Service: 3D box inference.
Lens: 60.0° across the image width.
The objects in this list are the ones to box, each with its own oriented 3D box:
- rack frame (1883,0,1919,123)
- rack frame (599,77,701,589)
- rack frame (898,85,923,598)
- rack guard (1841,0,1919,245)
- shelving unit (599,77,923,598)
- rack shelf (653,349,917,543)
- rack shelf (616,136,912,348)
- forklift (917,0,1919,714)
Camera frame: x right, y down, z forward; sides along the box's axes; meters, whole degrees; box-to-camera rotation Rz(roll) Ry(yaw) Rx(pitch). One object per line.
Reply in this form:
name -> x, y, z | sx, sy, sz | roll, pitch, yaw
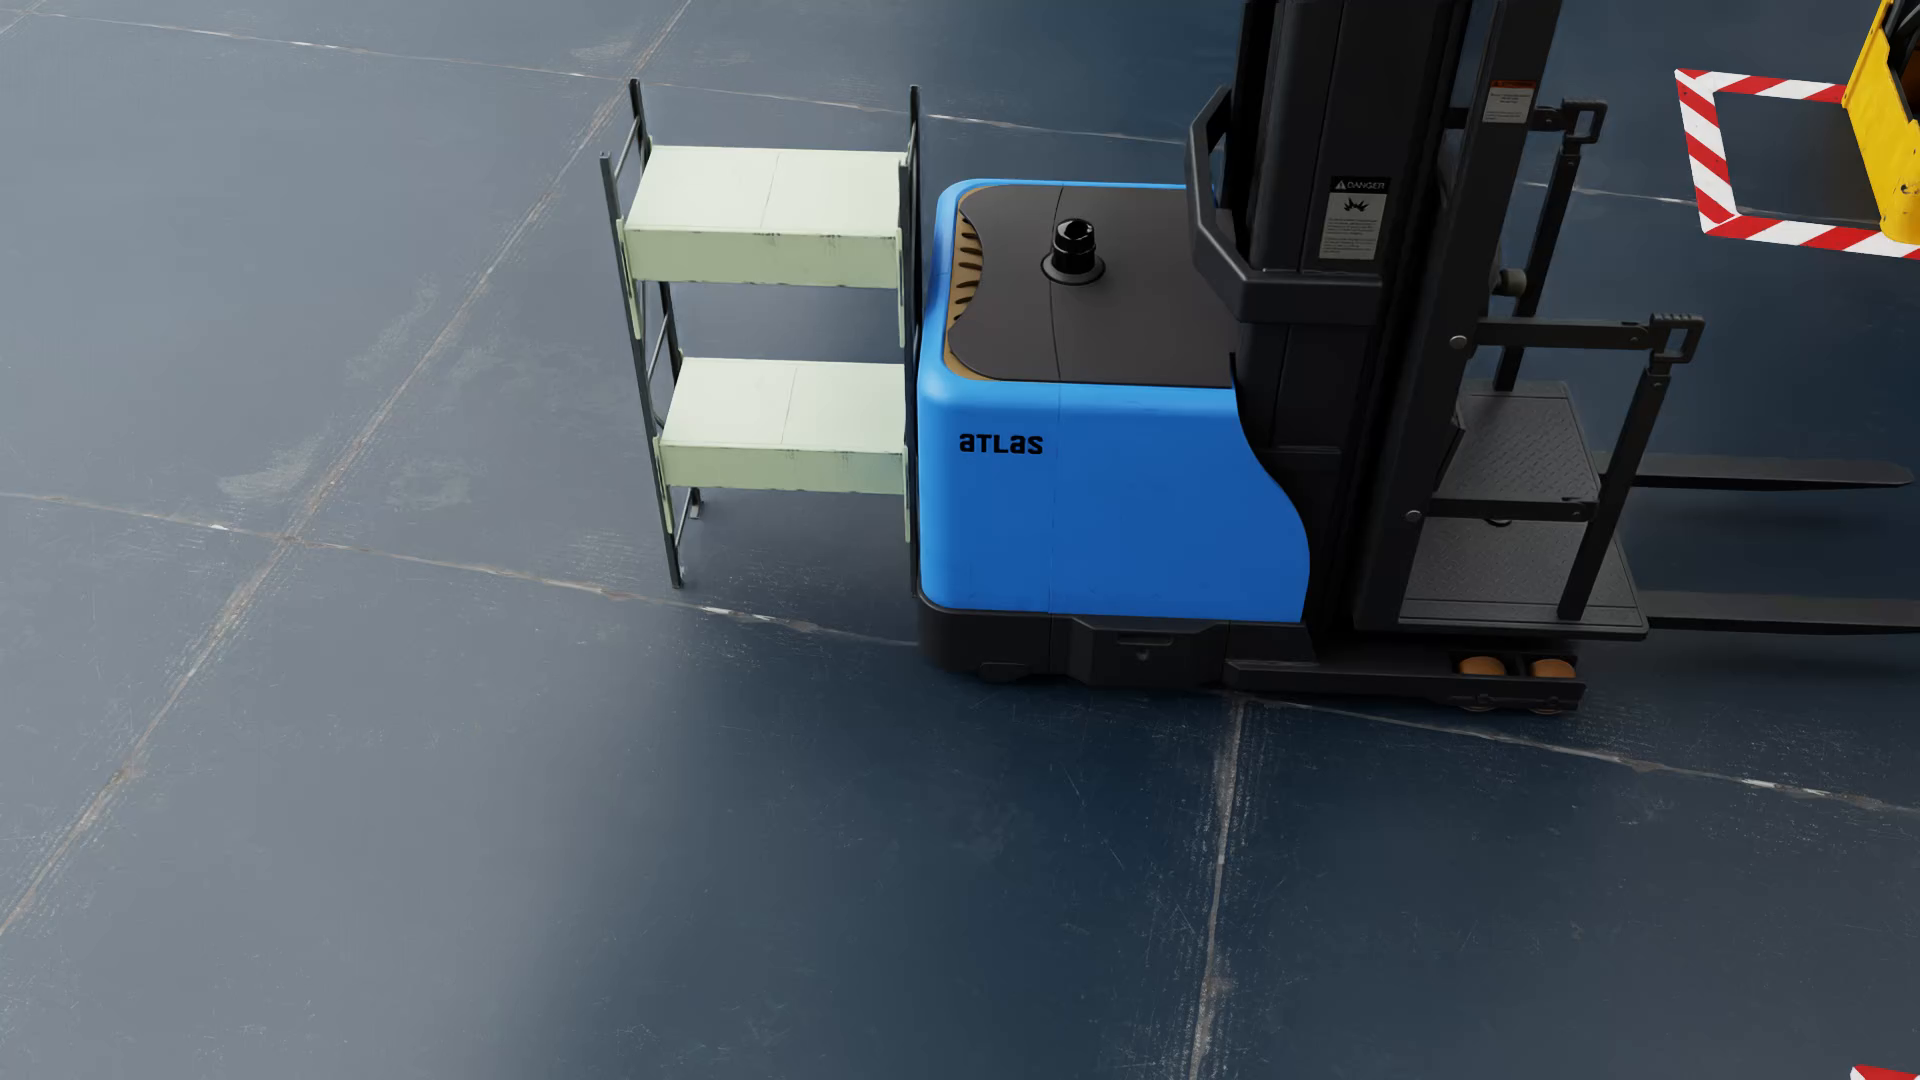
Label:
rack frame -> 3.814, -2.622, 5.812 | 0.127, 3.000, 1.000 | 9, 45, 9
rack frame -> -0.859, -0.530, 4.719 | 0.023, 1.500, 0.400 | 2, 44, 2
rack frame -> -0.128, -0.503, 4.691 | 0.023, 1.500, 0.400 | 2, 44, 2
rack guard -> 3.888, -1.710, 6.666 | 0.348, 0.500, 1.175 | 9, 45, 9
shelving unit -> -0.494, -0.516, 4.705 | 0.755, 1.500, 0.431 | 2, 44, 2
rack shelf -> -0.494, -0.281, 4.931 | 0.720, 0.370, 0.431 | 2, 44, 2
rack shelf -> -0.494, -0.797, 4.434 | 0.720, 0.370, 0.431 | 2, 44, 2
forklift -> 1.414, -0.942, 4.115 | 3.031, 2.935, 1.130 | 2, 44, 2
